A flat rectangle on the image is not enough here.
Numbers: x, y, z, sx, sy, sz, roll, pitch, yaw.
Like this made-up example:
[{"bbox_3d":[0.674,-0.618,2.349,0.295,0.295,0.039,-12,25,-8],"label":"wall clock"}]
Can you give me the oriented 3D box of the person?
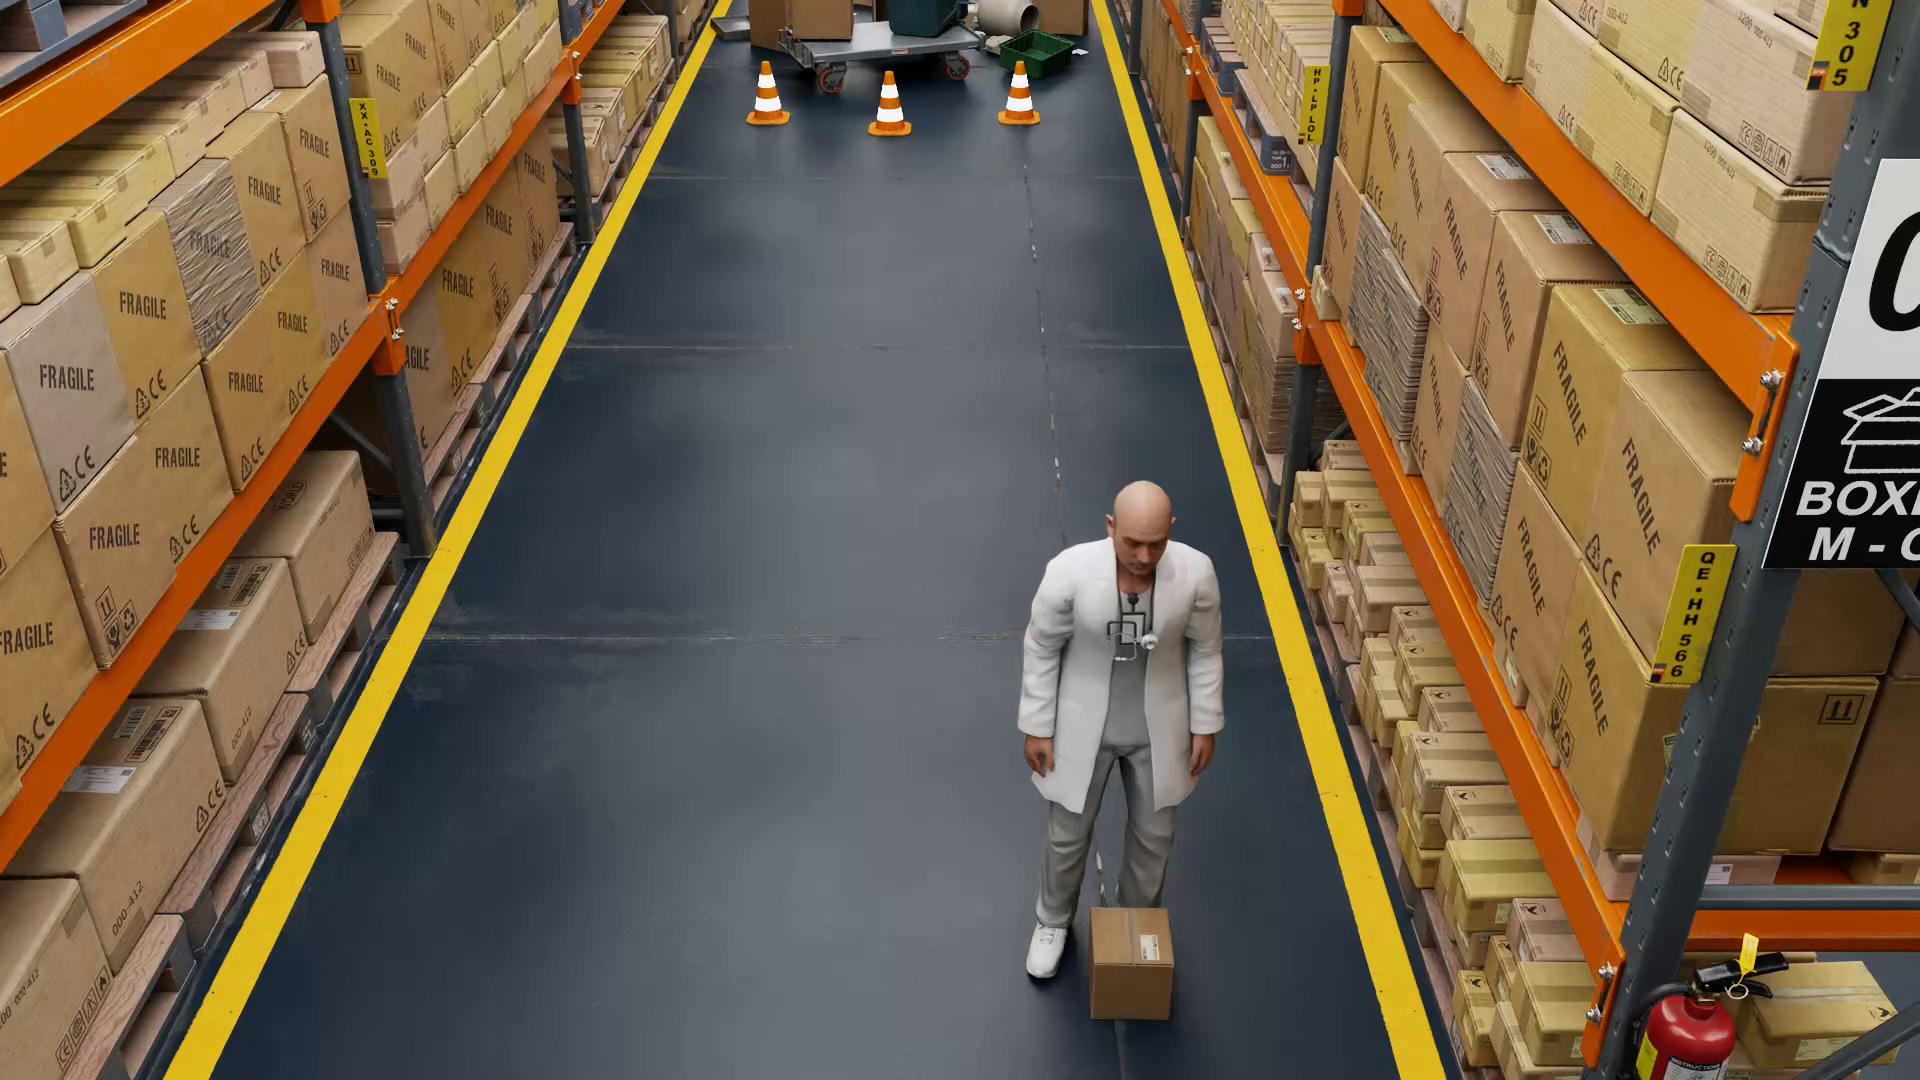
[{"bbox_3d":[0.499,0.587,5.176,0.643,1.775,0.426,-1,31,-1],"label":"person"}]
